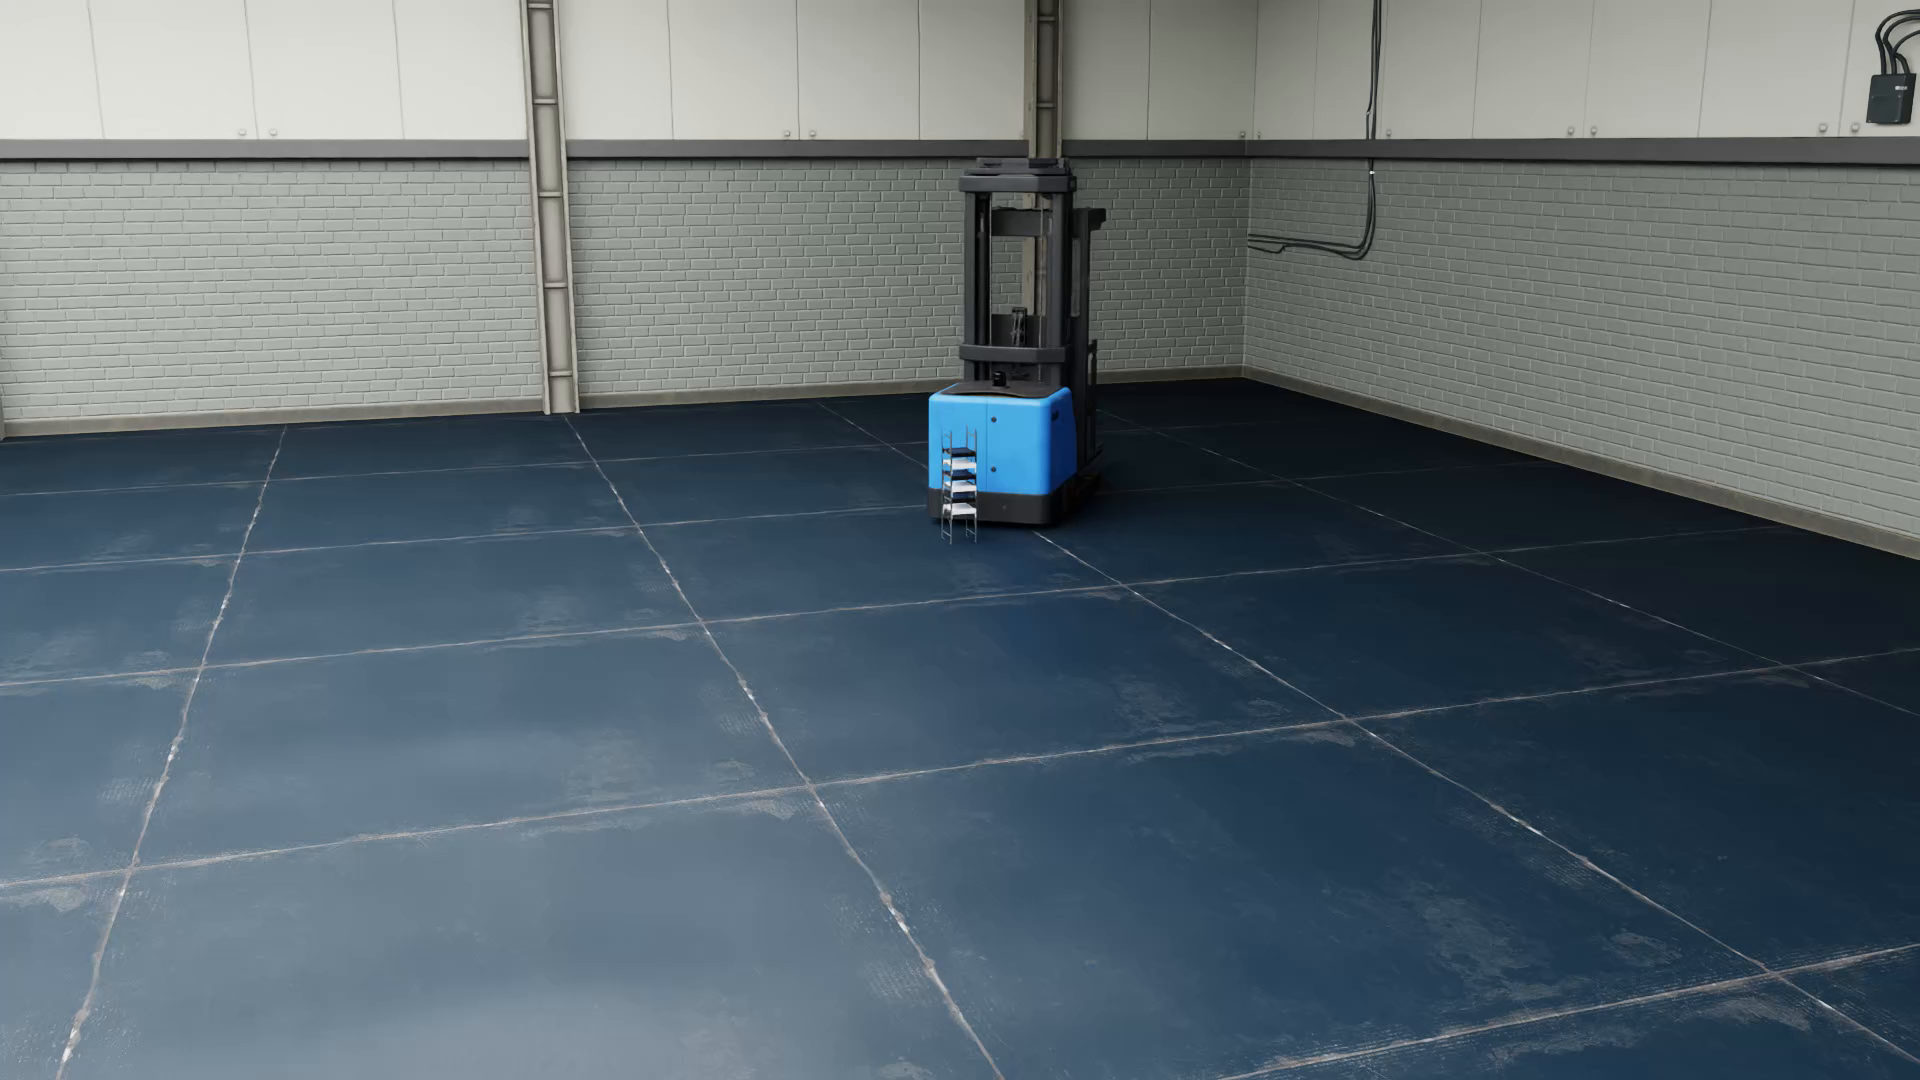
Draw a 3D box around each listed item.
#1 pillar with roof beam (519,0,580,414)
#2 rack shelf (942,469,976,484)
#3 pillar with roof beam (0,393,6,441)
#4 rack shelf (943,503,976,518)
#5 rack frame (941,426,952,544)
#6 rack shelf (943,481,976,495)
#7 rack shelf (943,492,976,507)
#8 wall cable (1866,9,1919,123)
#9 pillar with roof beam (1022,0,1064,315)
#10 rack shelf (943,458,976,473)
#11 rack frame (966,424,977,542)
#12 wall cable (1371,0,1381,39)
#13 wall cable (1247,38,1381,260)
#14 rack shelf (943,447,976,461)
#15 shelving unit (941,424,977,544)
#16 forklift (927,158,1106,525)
[{"bbox_3d":[-3.291,-4.937,14.453,0.400,9.000,9.100,-4,14,-18],"label":"pillar with roof beam"},{"bbox_3d":[-0.008,-0.492,13.023,0.200,0.077,0.258,-4,14,-18],"label":"rack shelf"},{"bbox_3d":[-8.977,-4.494,12.591,0.400,9.000,9.100,-4,14,-18],"label":"pillar with roof beam"},{"bbox_3d":[-0.008,-0.230,13.086,0.200,0.077,0.258,-4,14,-18],"label":"rack shelf"},{"bbox_3d":[-0.104,-0.430,13.005,0.006,0.900,0.240,-4,14,-18],"label":"rack frame"},{"bbox_3d":[-0.008,-0.405,13.044,0.200,0.077,0.258,-4,14,-18],"label":"rack shelf"},{"bbox_3d":[-0.008,-0.317,13.065,0.200,0.077,0.258,-4,14,-18],"label":"rack shelf"},{"bbox_3d":[7.250,-5.823,10.827,0.169,6.003,2.305,-4,14,-18],"label":"wall cable"},{"bbox_3d":[2.396,-5.380,16.315,0.400,9.000,9.100,-4,14,-18],"label":"pillar with roof beam"},{"bbox_3d":[-0.008,-0.580,13.002,0.200,0.077,0.258,-4,14,-18],"label":"rack shelf"},{"bbox_3d":[0.089,-0.445,13.068,0.006,0.900,0.240,-4,14,-18],"label":"rack frame"},{"bbox_3d":[5.100,-6.605,17.259,0.112,2.526,3.097,-4,14,-18],"label":"wall cable"},{"bbox_3d":[4.237,-4.741,20.338,0.112,2.526,3.097,-4,14,-18],"label":"wall cable"},{"bbox_3d":[-0.008,-0.667,12.981,0.200,0.077,0.258,-4,14,-18],"label":"rack shelf"},{"bbox_3d":[-0.008,-0.437,13.036,0.210,0.900,0.258,-4,14,-18],"label":"shelving unit"},{"bbox_3d":[0.640,-1.846,14.568,1.130,2.935,3.031,4,14,16],"label":"forklift"}]
